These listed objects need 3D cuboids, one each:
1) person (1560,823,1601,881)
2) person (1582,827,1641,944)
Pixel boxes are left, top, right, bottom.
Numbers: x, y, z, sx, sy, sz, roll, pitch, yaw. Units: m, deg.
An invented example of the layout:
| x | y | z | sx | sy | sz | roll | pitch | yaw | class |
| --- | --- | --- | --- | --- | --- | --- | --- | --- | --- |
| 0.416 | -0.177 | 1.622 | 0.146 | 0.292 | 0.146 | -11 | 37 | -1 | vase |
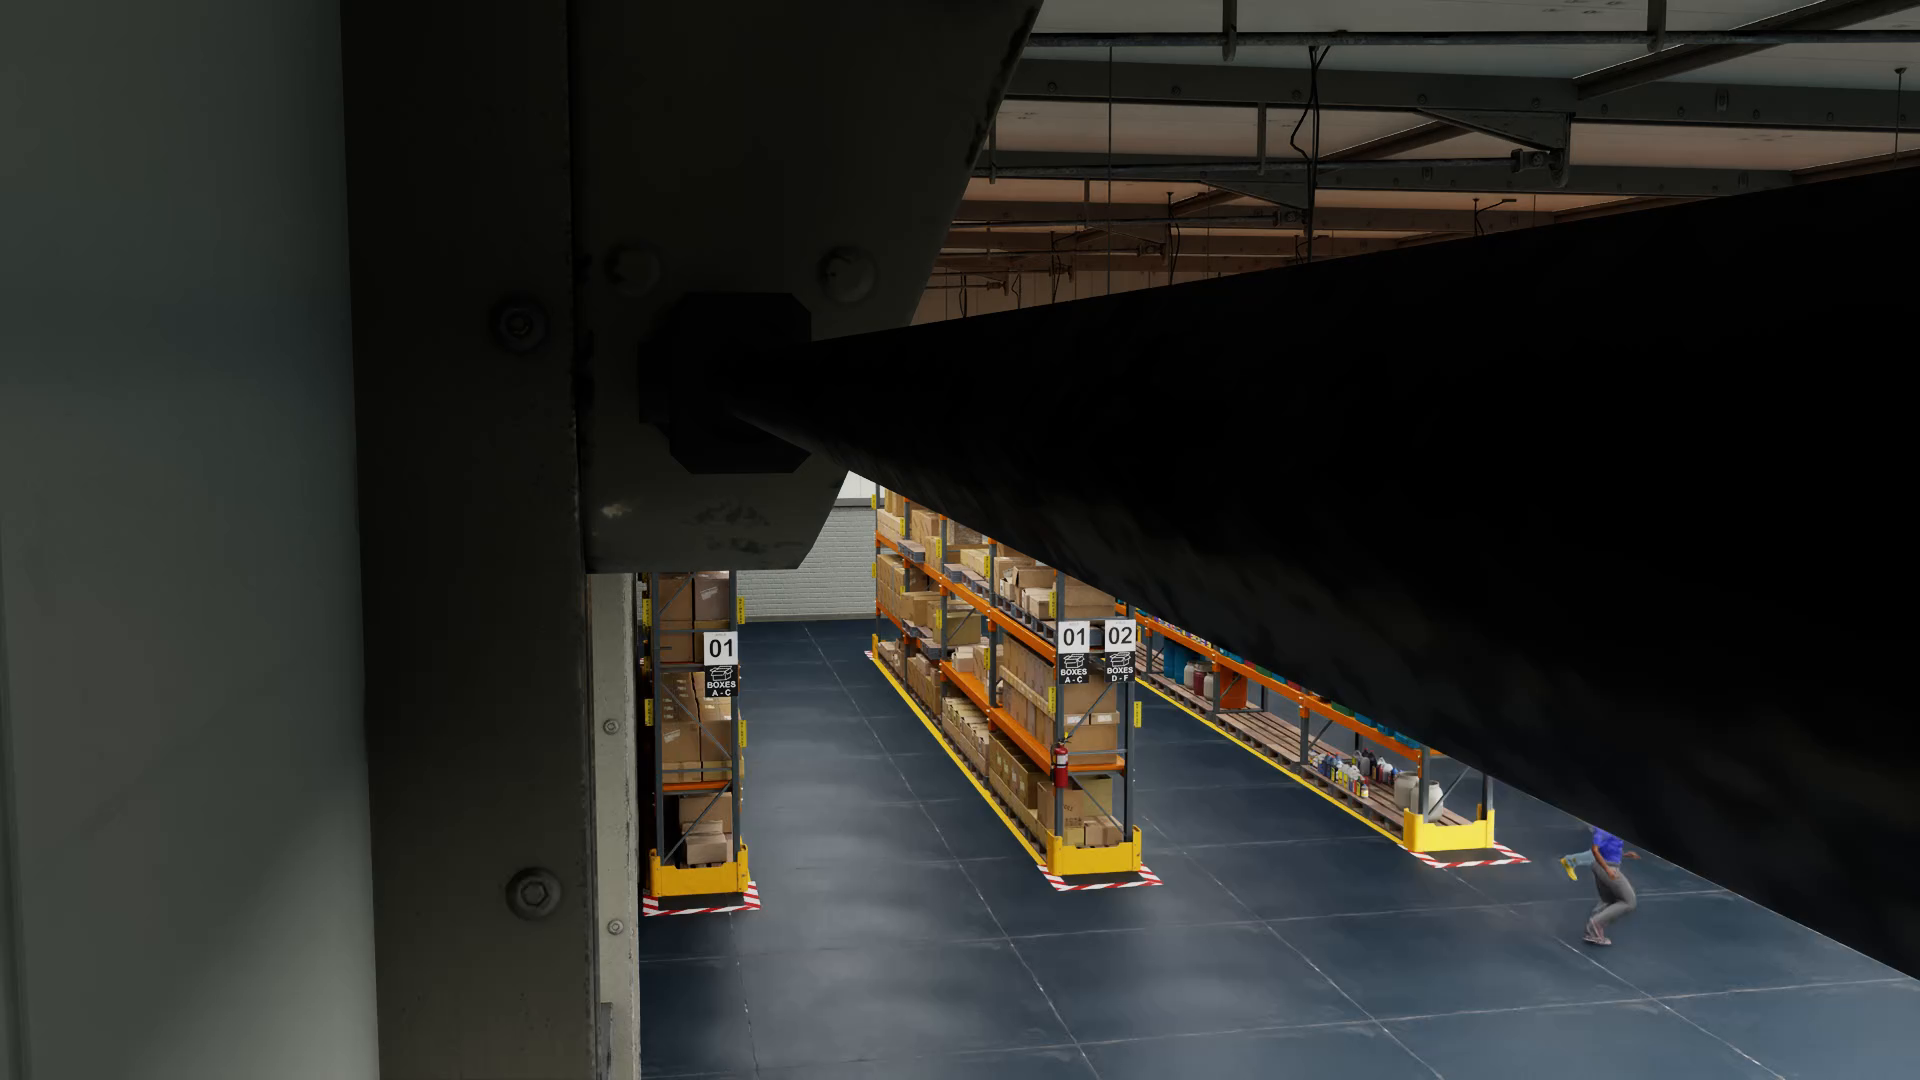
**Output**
| x | y | z | sx | sy | sz | roll | pitch | yaw | class |
| --- | --- | --- | --- | --- | --- | --- | --- | --- | --- |
| 7.706 | 3.408 | 20.122 | 0.802 | 1.737 | 0.709 | 2 | 6 | 19 | person |
| 7.165 | 3.651 | 18.242 | 0.576 | 1.615 | 0.560 | 1 | 6 | 11 | person |
